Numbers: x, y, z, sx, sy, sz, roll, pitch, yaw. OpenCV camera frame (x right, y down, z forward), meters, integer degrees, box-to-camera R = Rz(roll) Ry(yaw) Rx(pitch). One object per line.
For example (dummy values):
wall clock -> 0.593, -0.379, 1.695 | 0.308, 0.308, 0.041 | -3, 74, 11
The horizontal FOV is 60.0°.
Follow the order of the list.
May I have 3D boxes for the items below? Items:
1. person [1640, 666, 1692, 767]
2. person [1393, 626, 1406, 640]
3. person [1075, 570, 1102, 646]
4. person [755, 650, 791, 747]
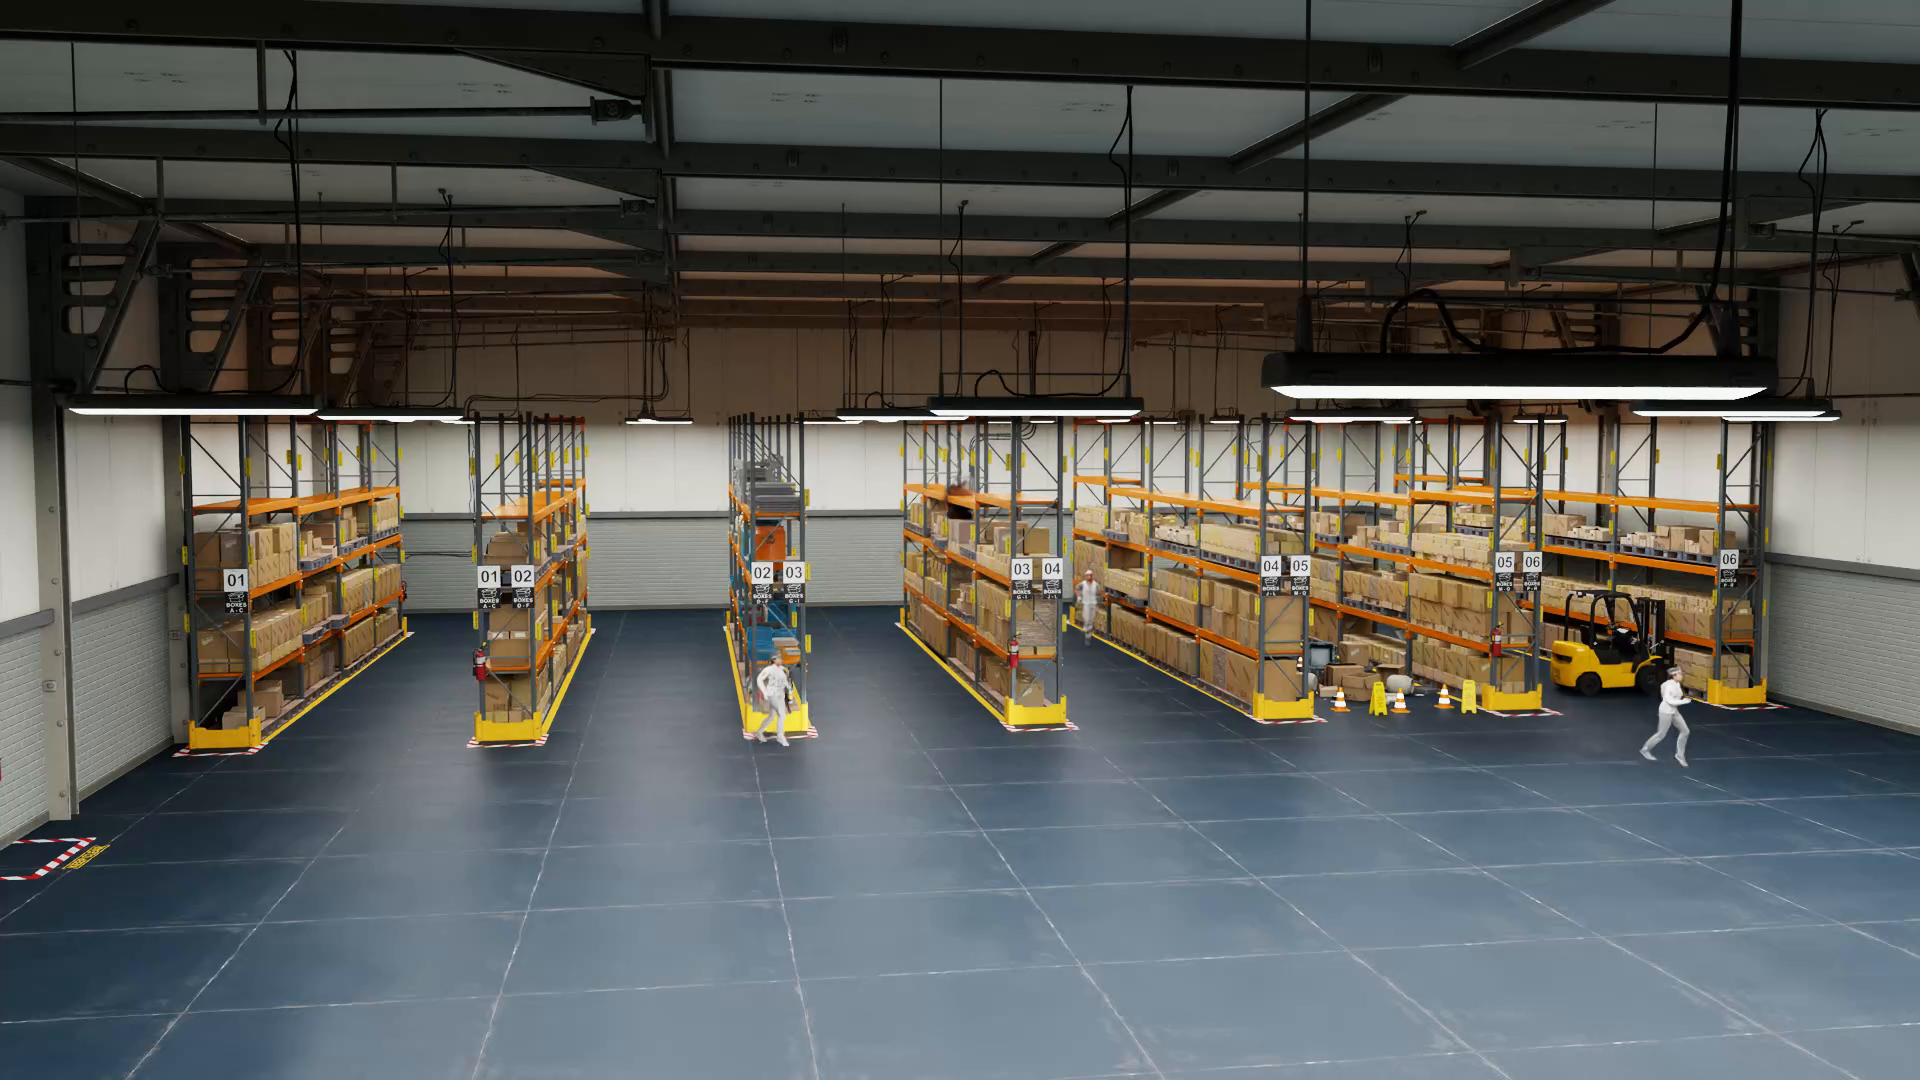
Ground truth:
person -> 11.970, 2.974, 28.182 | 0.828, 1.723, 0.630 | 3, 5, 38
person -> 11.271, 2.010, 42.301 | 0.554, 1.722, 0.664 | -1, 4, -13
person -> 3.267, 1.707, 41.995 | 0.631, 1.899, 0.711 | -1, 4, -10
person -> -3.338, 2.822, 29.975 | 0.787, 1.698, 0.607 | 2, 4, 27
